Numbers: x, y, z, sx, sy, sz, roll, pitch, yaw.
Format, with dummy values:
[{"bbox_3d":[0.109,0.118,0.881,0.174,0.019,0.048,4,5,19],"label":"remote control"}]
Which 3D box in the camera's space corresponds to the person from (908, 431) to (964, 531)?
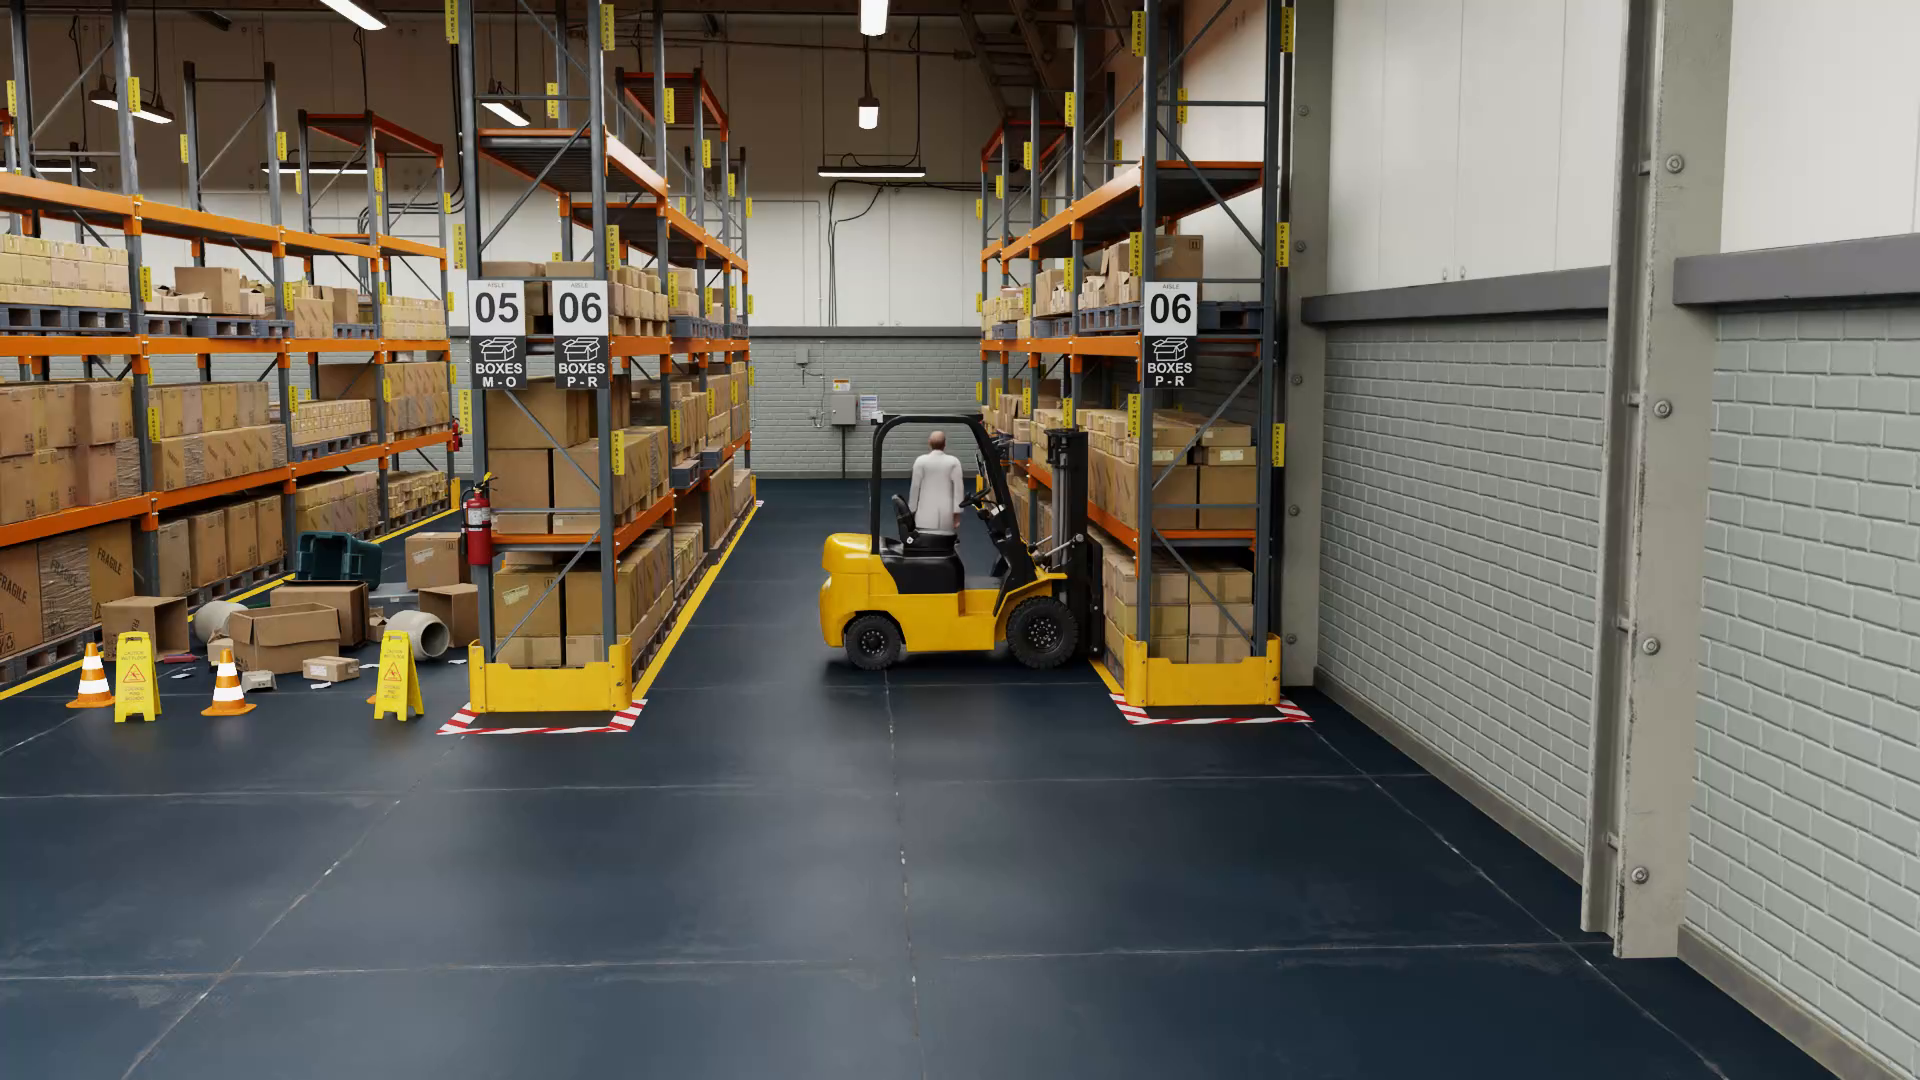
[{"bbox_3d":[-0.263,-0.311,18.212,0.604,1.764,0.717,-1,7,-10],"label":"person"}]
